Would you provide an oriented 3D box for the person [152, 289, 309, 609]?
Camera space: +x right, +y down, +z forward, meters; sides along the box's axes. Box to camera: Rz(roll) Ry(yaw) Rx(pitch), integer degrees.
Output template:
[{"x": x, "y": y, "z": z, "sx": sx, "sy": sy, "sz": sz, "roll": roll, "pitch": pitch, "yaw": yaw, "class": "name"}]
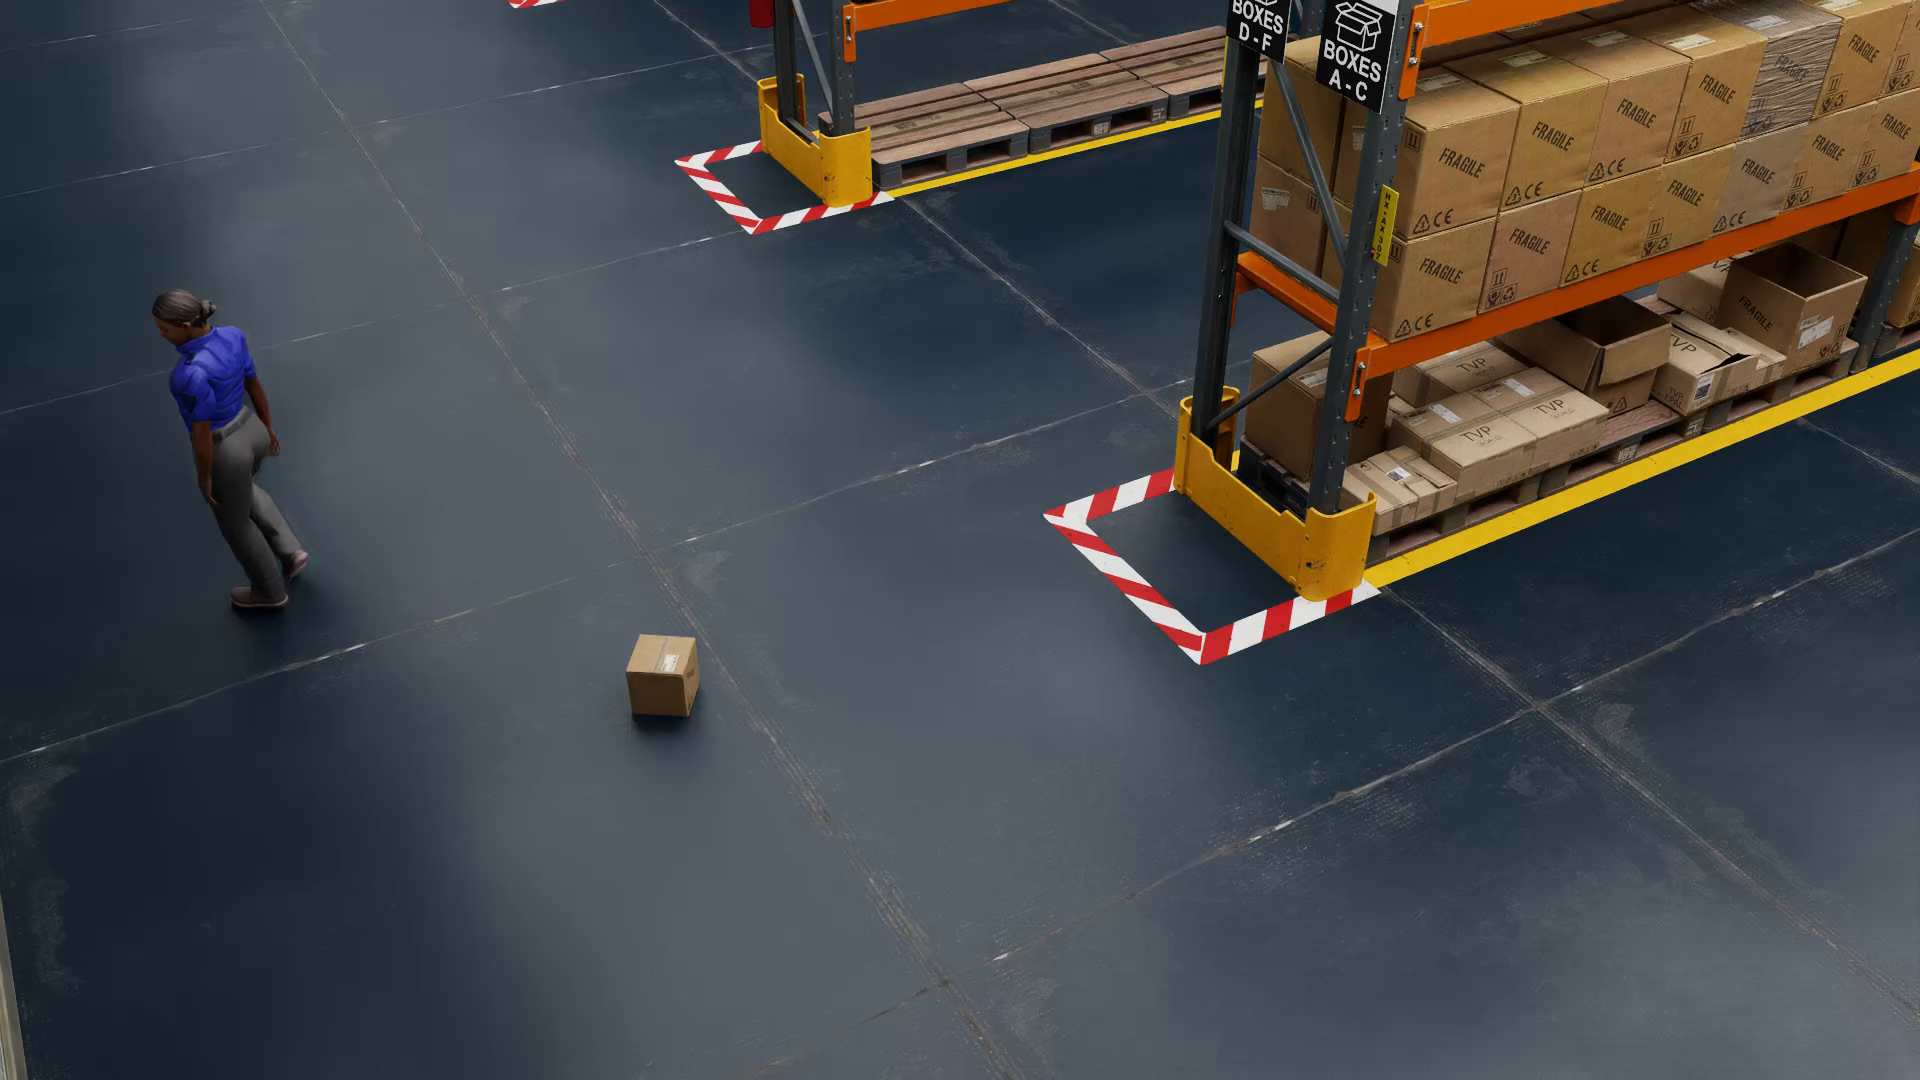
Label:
[{"x": -3.291, "y": -0.388, "z": 7.431, "sx": 0.397, "sy": 1.676, "sz": 0.474, "roll": 6, "pitch": 38, "yaw": 8, "class": "person"}]
